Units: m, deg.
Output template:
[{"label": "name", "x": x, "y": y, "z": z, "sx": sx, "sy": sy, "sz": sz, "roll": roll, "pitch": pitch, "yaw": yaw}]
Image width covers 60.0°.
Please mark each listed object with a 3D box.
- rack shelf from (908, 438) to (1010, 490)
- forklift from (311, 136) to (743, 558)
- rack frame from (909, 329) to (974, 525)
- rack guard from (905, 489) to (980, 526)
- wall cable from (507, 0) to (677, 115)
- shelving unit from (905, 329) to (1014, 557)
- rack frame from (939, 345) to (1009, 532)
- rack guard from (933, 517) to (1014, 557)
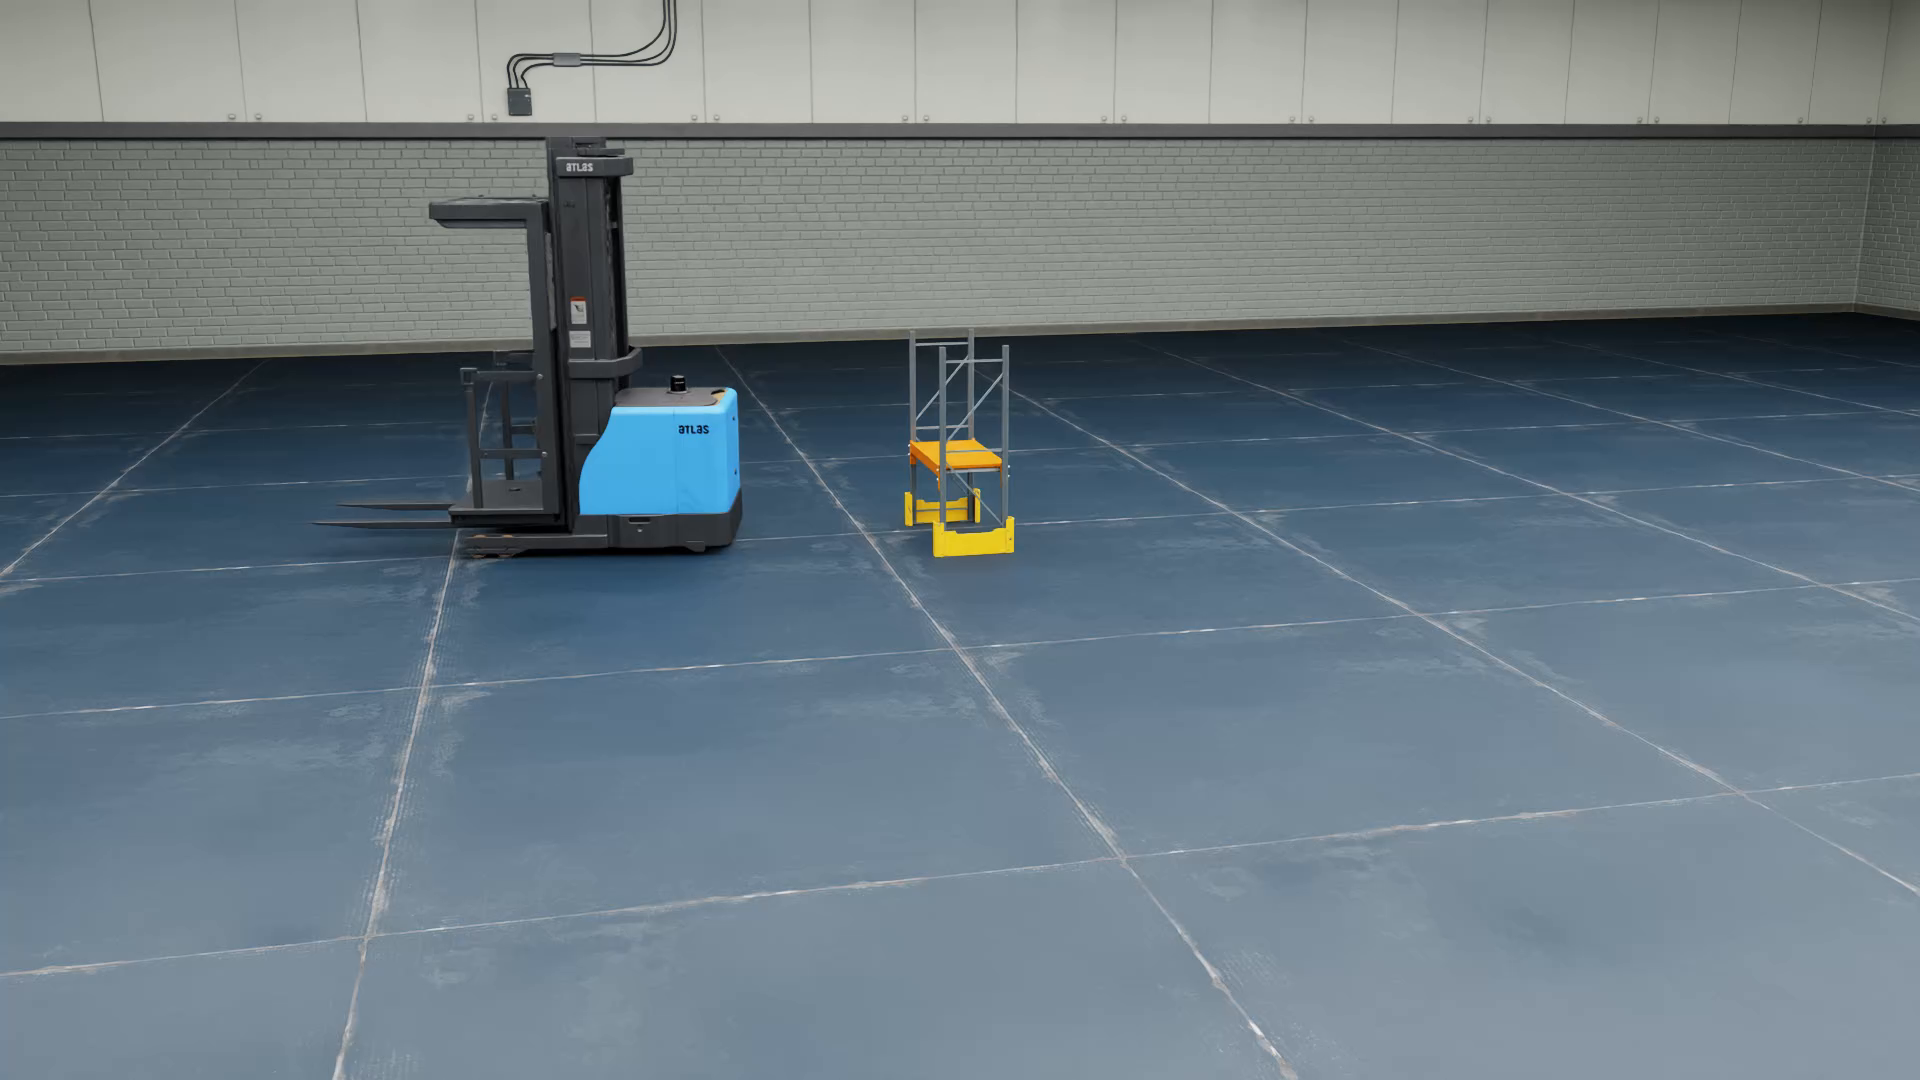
[{"label": "rack shelf", "x": -0.020, "y": -0.574, "z": 12.372, "sx": 0.538, "sy": 0.185, "sz": 1.000, "roll": -3, "pitch": 14, "yaw": -13}, {"label": "forklift", "x": -3.180, "y": -1.422, "z": 12.070, "sx": 3.031, "sy": 2.935, "sz": 1.130, "roll": 0, "pitch": 14, "yaw": -2}, {"label": "rack frame", "x": -0.139, "y": -0.866, "z": 12.810, "sx": 0.500, "sy": 1.500, "sz": 0.032, "roll": -3, "pitch": 14, "yaw": -13}, {"label": "rack guard", "x": -0.135, "y": -0.254, "z": 12.940, "sx": 0.587, "sy": 0.250, "sz": 0.087, "roll": -3, "pitch": 14, "yaw": -13}, {"label": "wall cable", "x": -4.993, "y": -8.744, "z": 22.090, "sx": 2.305, "sy": 6.003, "sz": 0.169, "roll": -3, "pitch": 14, "yaw": -13}, {"label": "shelving unit", "x": -0.018, "y": -0.746, "z": 12.321, "sx": 0.587, "sy": 1.500, "sz": 1.083, "roll": -3, "pitch": 14, "yaw": -13}, {"label": "rack frame", "x": 0.099, "y": -0.631, "z": 11.850, "sx": 0.500, "sy": 1.500, "sz": 0.032, "roll": -3, "pitch": 14, "yaw": -13}, {"label": "rack guard", "x": 0.099, "y": -0.024, "z": 11.999, "sx": 0.587, "sy": 0.250, "sz": 0.087, "roll": -3, "pitch": 14, "yaw": -13}]
